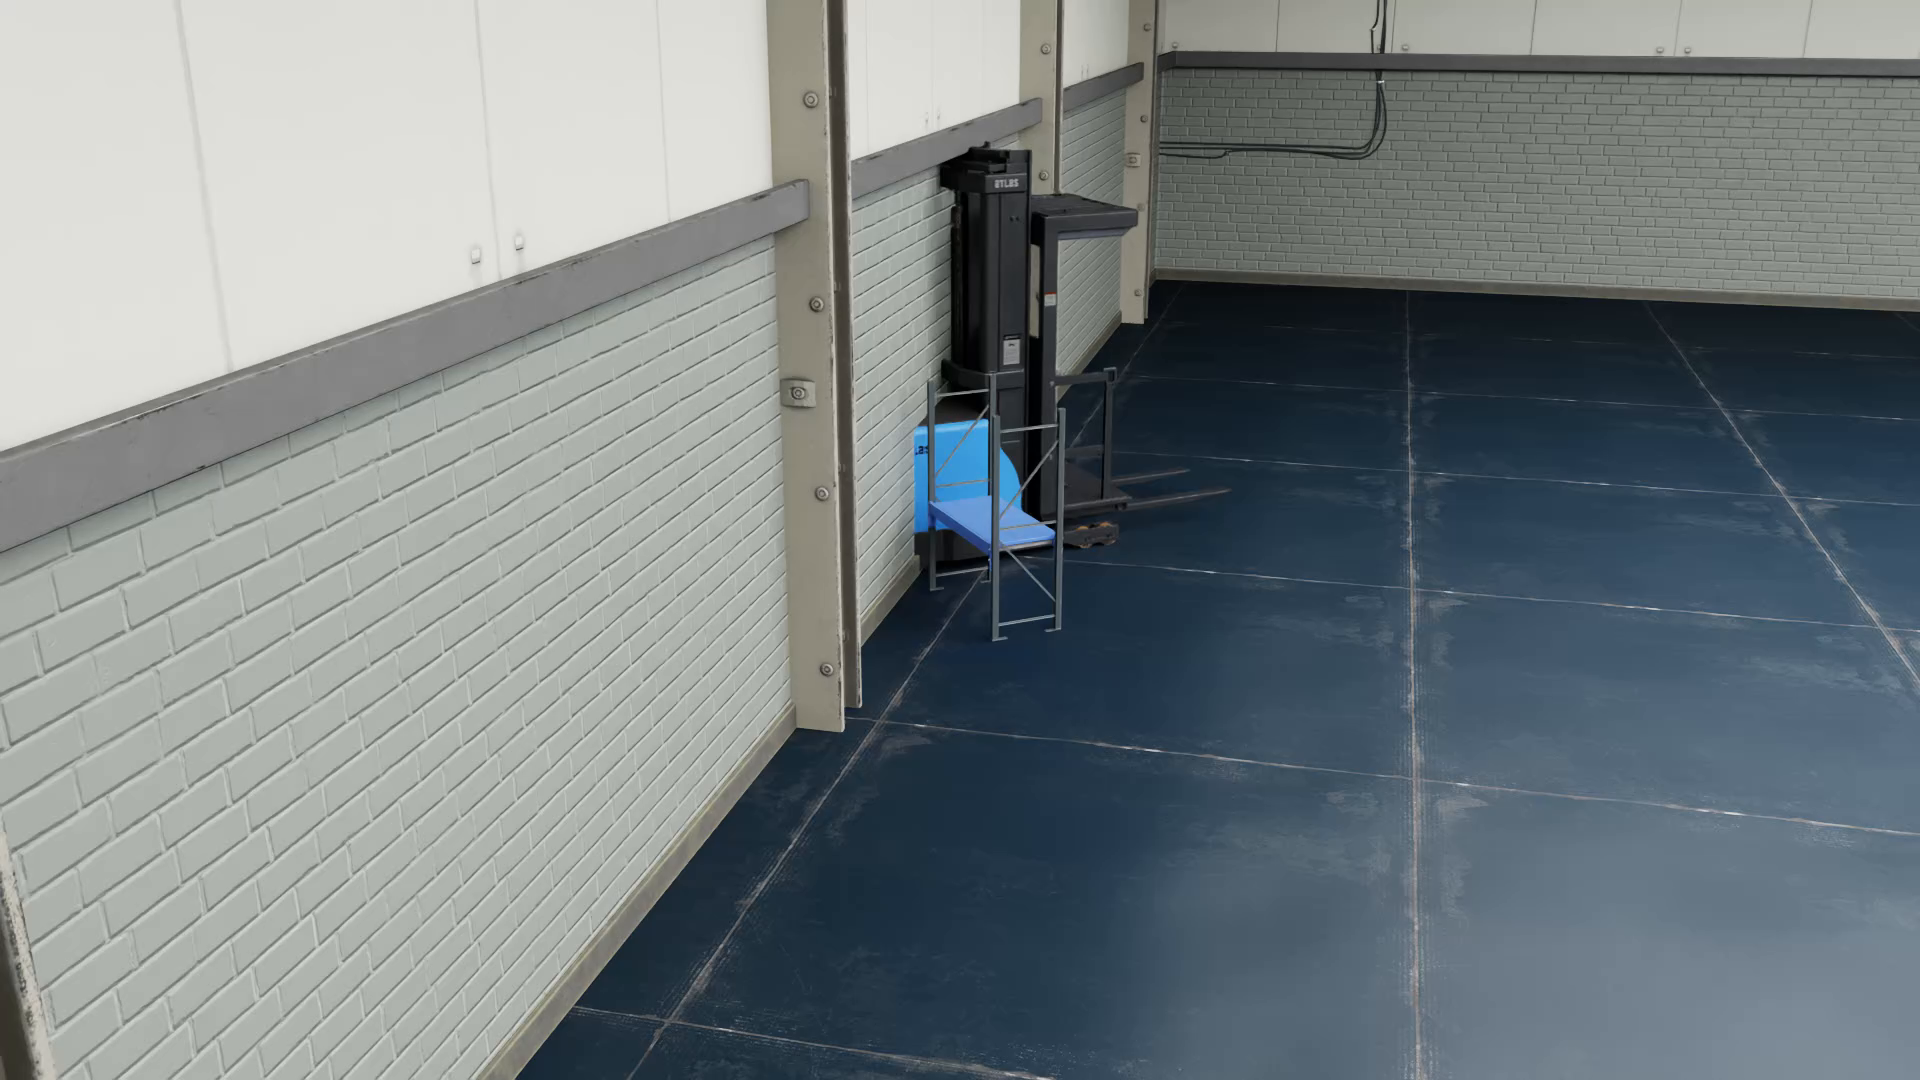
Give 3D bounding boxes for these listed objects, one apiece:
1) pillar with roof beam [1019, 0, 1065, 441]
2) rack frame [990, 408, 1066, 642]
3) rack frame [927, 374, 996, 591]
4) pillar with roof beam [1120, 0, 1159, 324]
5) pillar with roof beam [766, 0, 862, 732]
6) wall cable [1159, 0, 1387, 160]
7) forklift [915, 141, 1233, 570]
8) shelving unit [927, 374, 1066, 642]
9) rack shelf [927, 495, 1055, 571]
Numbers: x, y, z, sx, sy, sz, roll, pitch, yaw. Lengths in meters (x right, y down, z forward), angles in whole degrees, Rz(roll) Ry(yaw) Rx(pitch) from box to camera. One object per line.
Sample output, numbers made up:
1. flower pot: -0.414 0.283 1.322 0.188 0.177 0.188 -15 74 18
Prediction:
1. pillar with roof beam: 4.865 -4.777 12.751 9.100 9.000 0.400 5 19 13
2. rack frame: 0.431 -0.089 10.627 0.500 1.500 0.032 -8 21 -23
3. rack frame: 0.012 -0.388 11.504 0.500 1.500 0.032 -8 21 -23
4. pillar with roof beam: 6.331 -6.657 18.256 9.100 9.000 0.400 5 19 13
5. pillar with roof beam: 3.399 -2.896 7.245 9.100 9.000 0.400 5 19 13
6. wall cable: 4.159 -6.347 22.151 3.097 2.526 0.112 5 19 13
7. forklift: 0.646 -1.468 12.451 3.031 2.935 1.130 -8 21 -23
8. shelving unit: 0.222 -0.239 11.066 0.538 1.500 1.048 -8 21 -23
9. rack shelf: 0.222 -0.068 11.124 0.538 0.185 1.000 -8 21 -23
